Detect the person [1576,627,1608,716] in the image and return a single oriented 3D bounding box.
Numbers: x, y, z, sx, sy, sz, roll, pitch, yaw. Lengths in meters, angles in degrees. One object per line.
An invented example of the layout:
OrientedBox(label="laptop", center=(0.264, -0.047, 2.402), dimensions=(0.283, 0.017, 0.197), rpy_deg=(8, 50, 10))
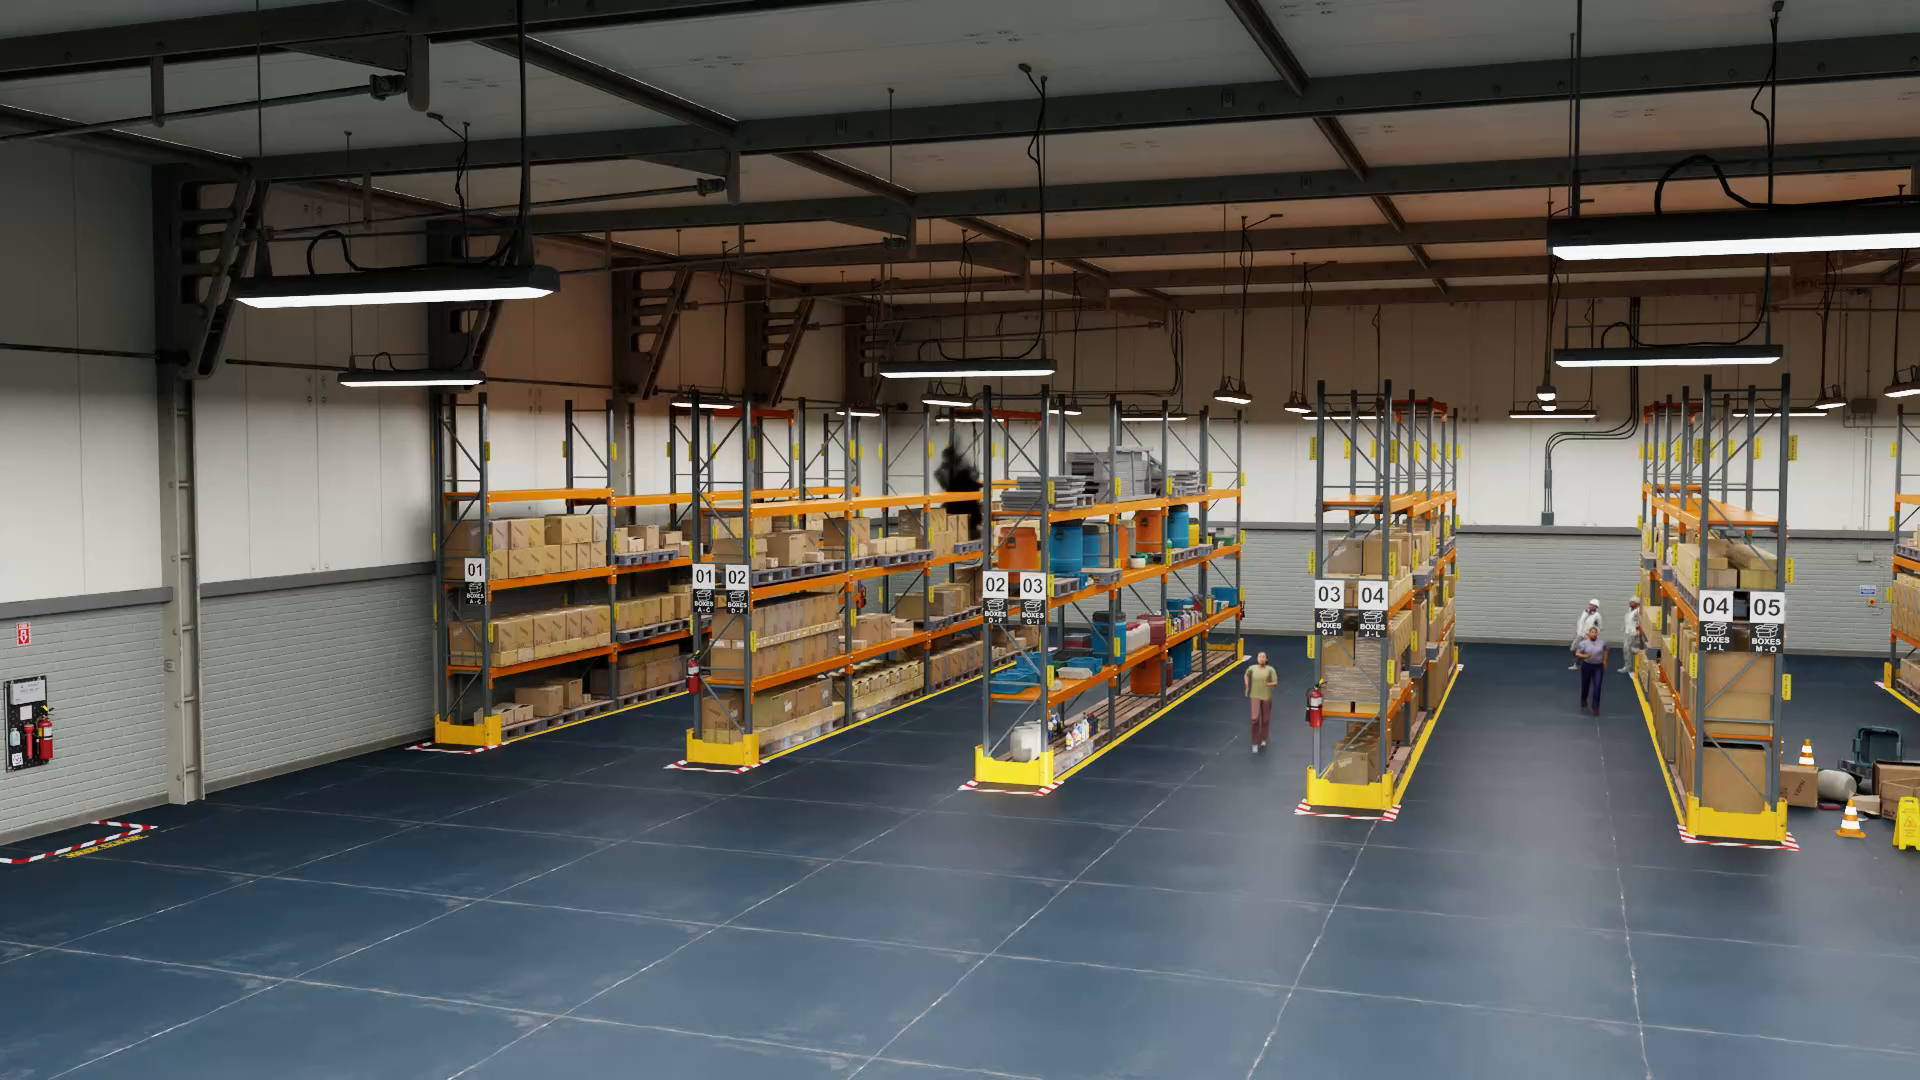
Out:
OrientedBox(label="person", center=(12.059, 2.487, 31.736), dimensions=(0.614, 1.620, 0.870), rpy_deg=(1, 3, 13))

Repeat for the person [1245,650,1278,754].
OrientedBox(label="person", center=(5.026, 2.689, 27.764), dimensions=(0.543, 1.720, 0.723), rpy_deg=(0, 3, 9))

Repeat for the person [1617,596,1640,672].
OrientedBox(label="person", center=(15.300, 2.138, 37.649), dimensions=(0.725, 1.763, 0.714), rpy_deg=(0, 3, 1))

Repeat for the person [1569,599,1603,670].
OrientedBox(label="person", center=(14.223, 2.155, 37.814), dimensions=(0.572, 1.666, 0.847), rpy_deg=(-2, 4, -37))
